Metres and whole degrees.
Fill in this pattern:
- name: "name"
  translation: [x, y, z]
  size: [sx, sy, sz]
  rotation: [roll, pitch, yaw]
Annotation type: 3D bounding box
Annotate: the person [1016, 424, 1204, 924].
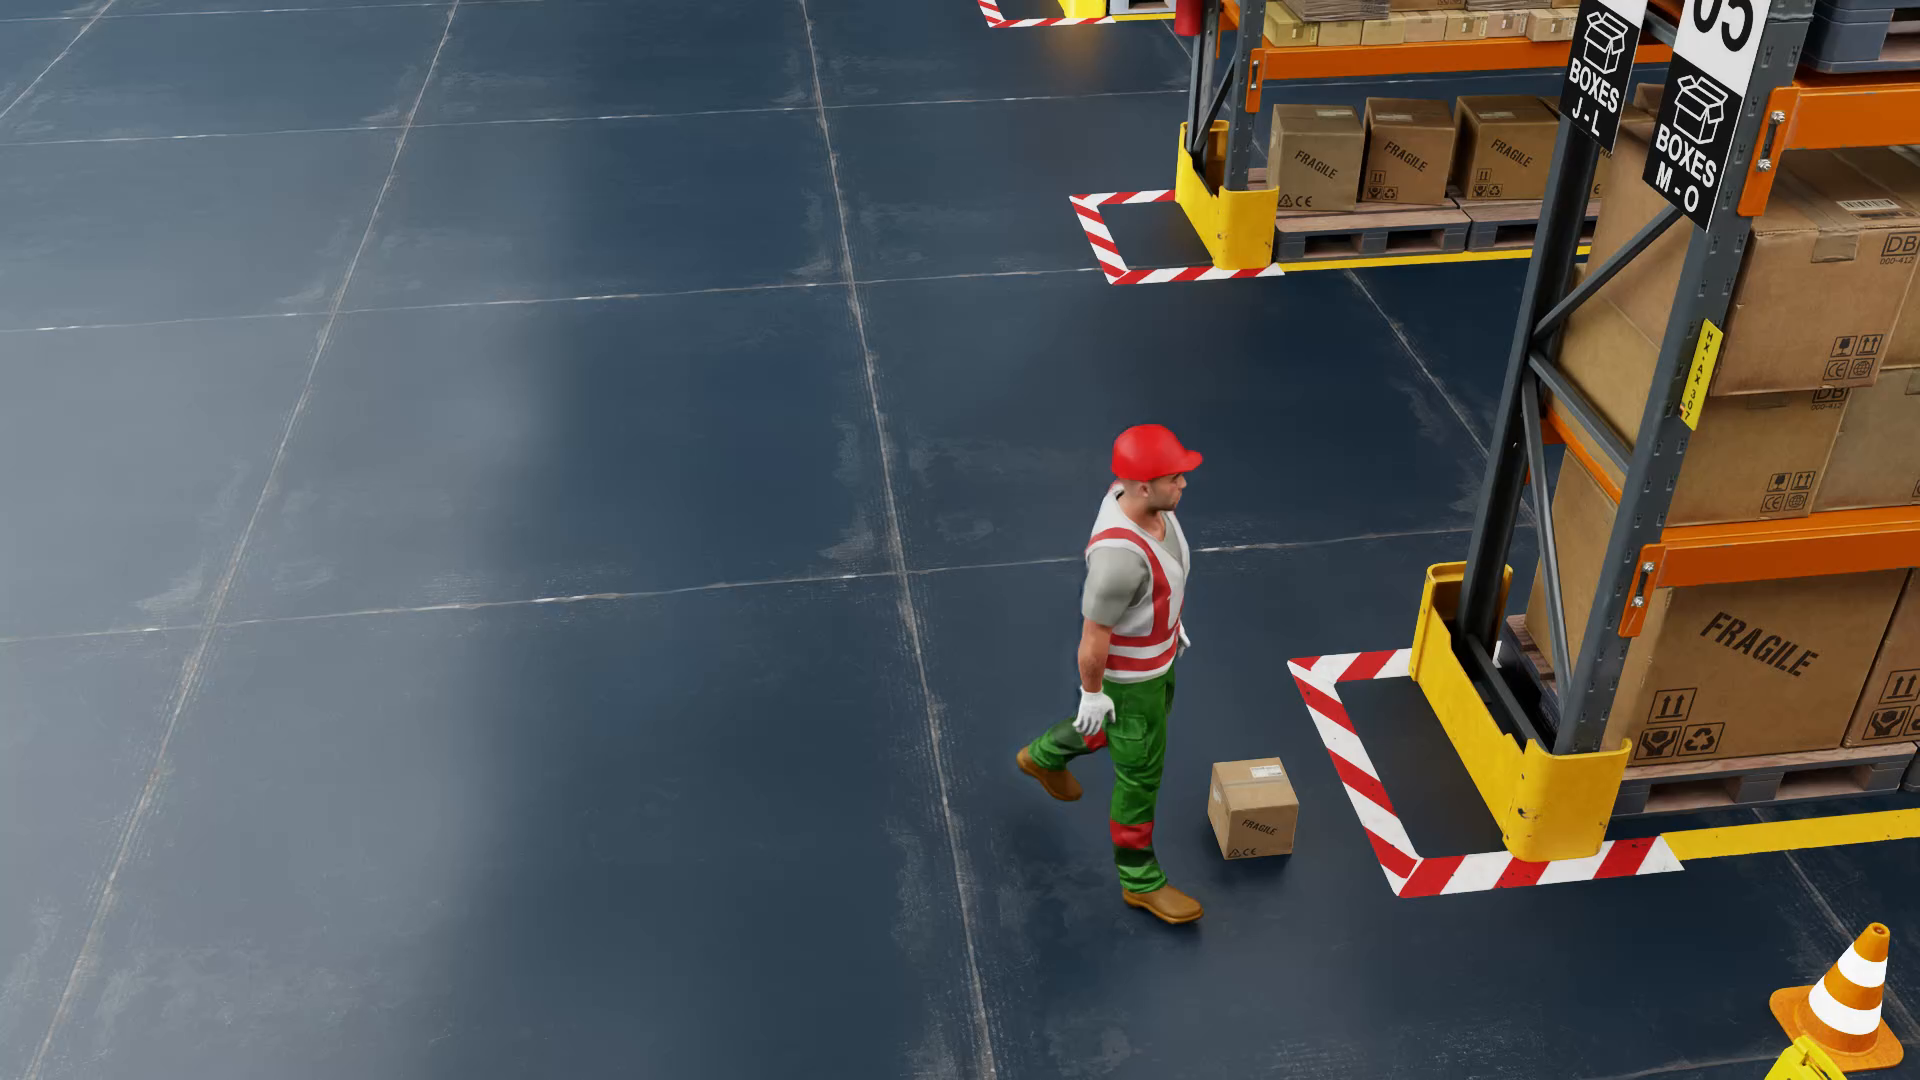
- name: "person"
  translation: [0.535, 0.401, 5.524]
  size: [0.750, 1.780, 0.617]
  rotation: [8, 35, 11]
